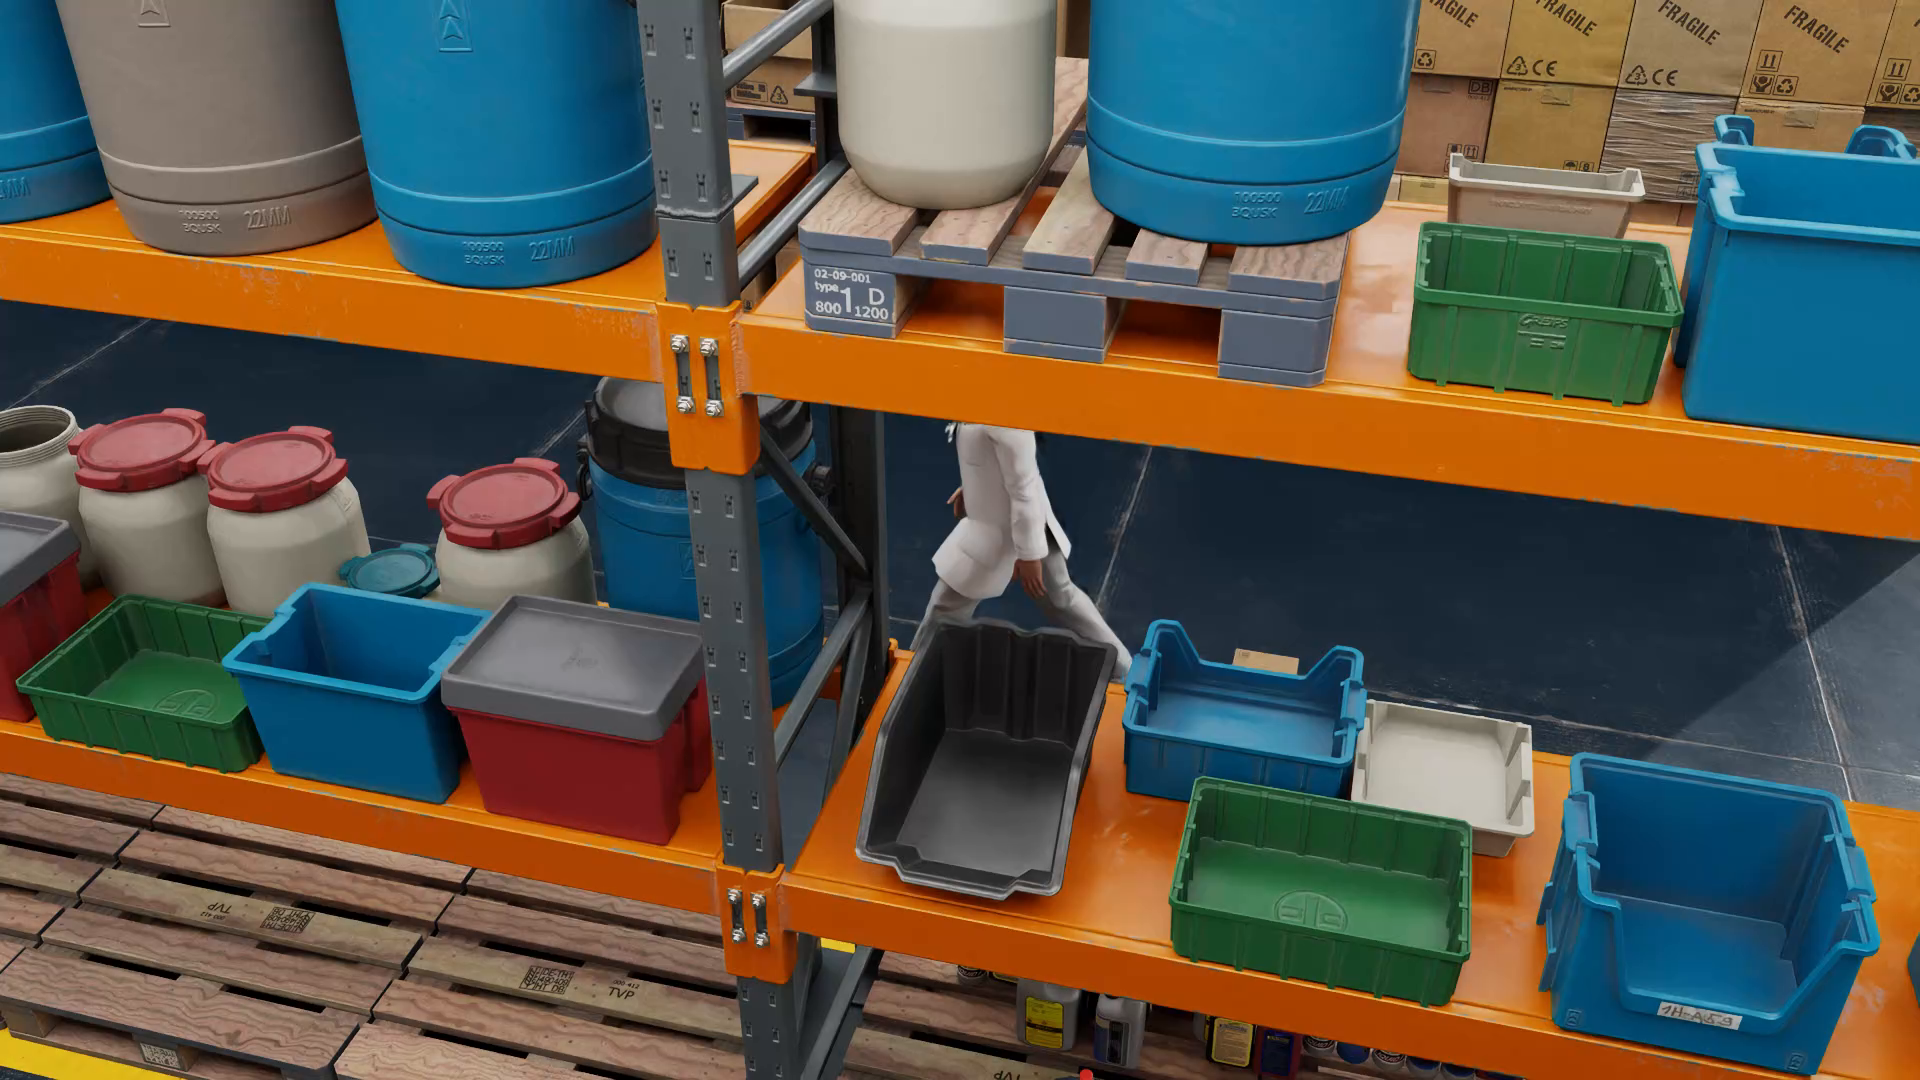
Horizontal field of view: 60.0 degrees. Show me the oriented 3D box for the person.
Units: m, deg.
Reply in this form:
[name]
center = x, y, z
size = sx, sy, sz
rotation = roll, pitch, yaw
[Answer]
[person]
center = 0.161, -0.090, 6.310
size = 1.153, 1.724, 0.613
rotation = 4, 33, 6
